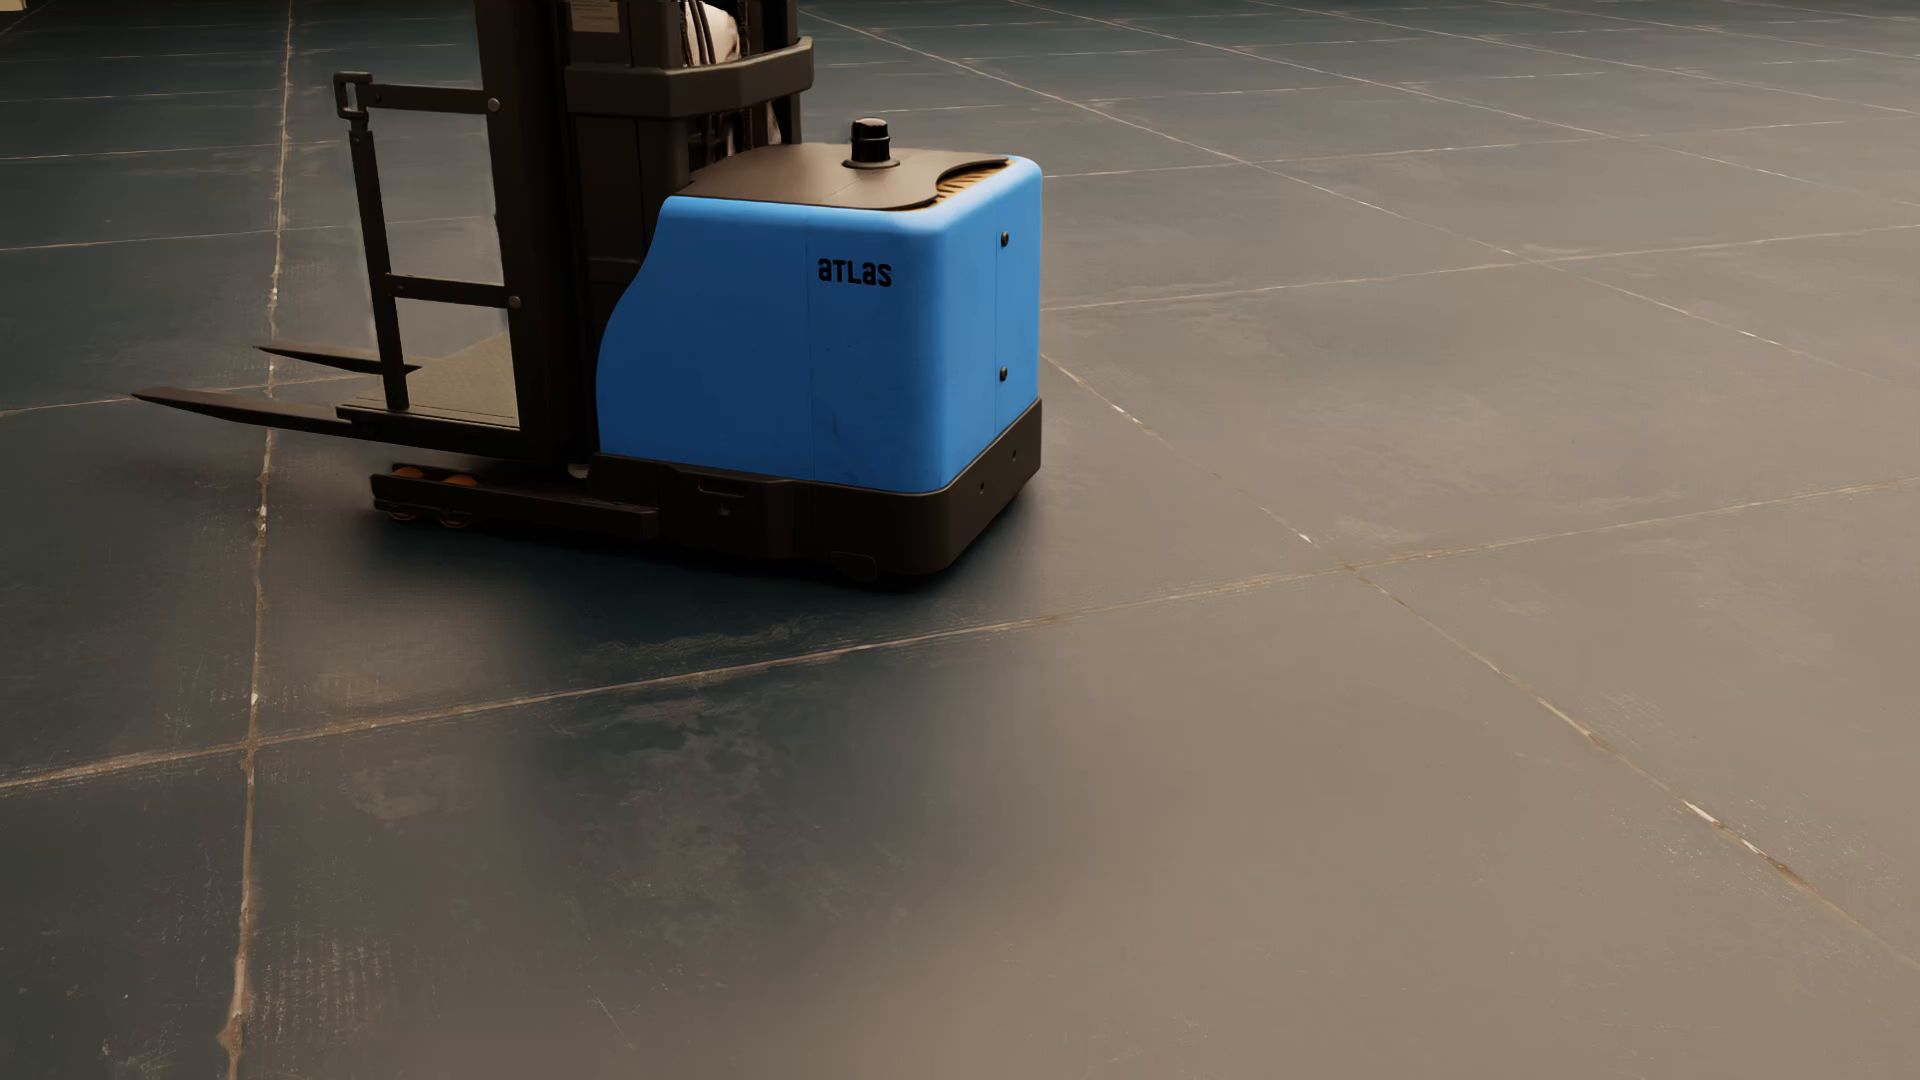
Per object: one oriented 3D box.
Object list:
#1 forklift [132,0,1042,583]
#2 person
[{"bbox_3d":[-1.306,-1.567,5.025,3.031,2.935,1.130,8,24,18],"label":"forklift"},{"bbox_3d":[-0.996,-1.125,5.441,0.855,1.689,1.074,-11,25,-24],"label":"person"}]
